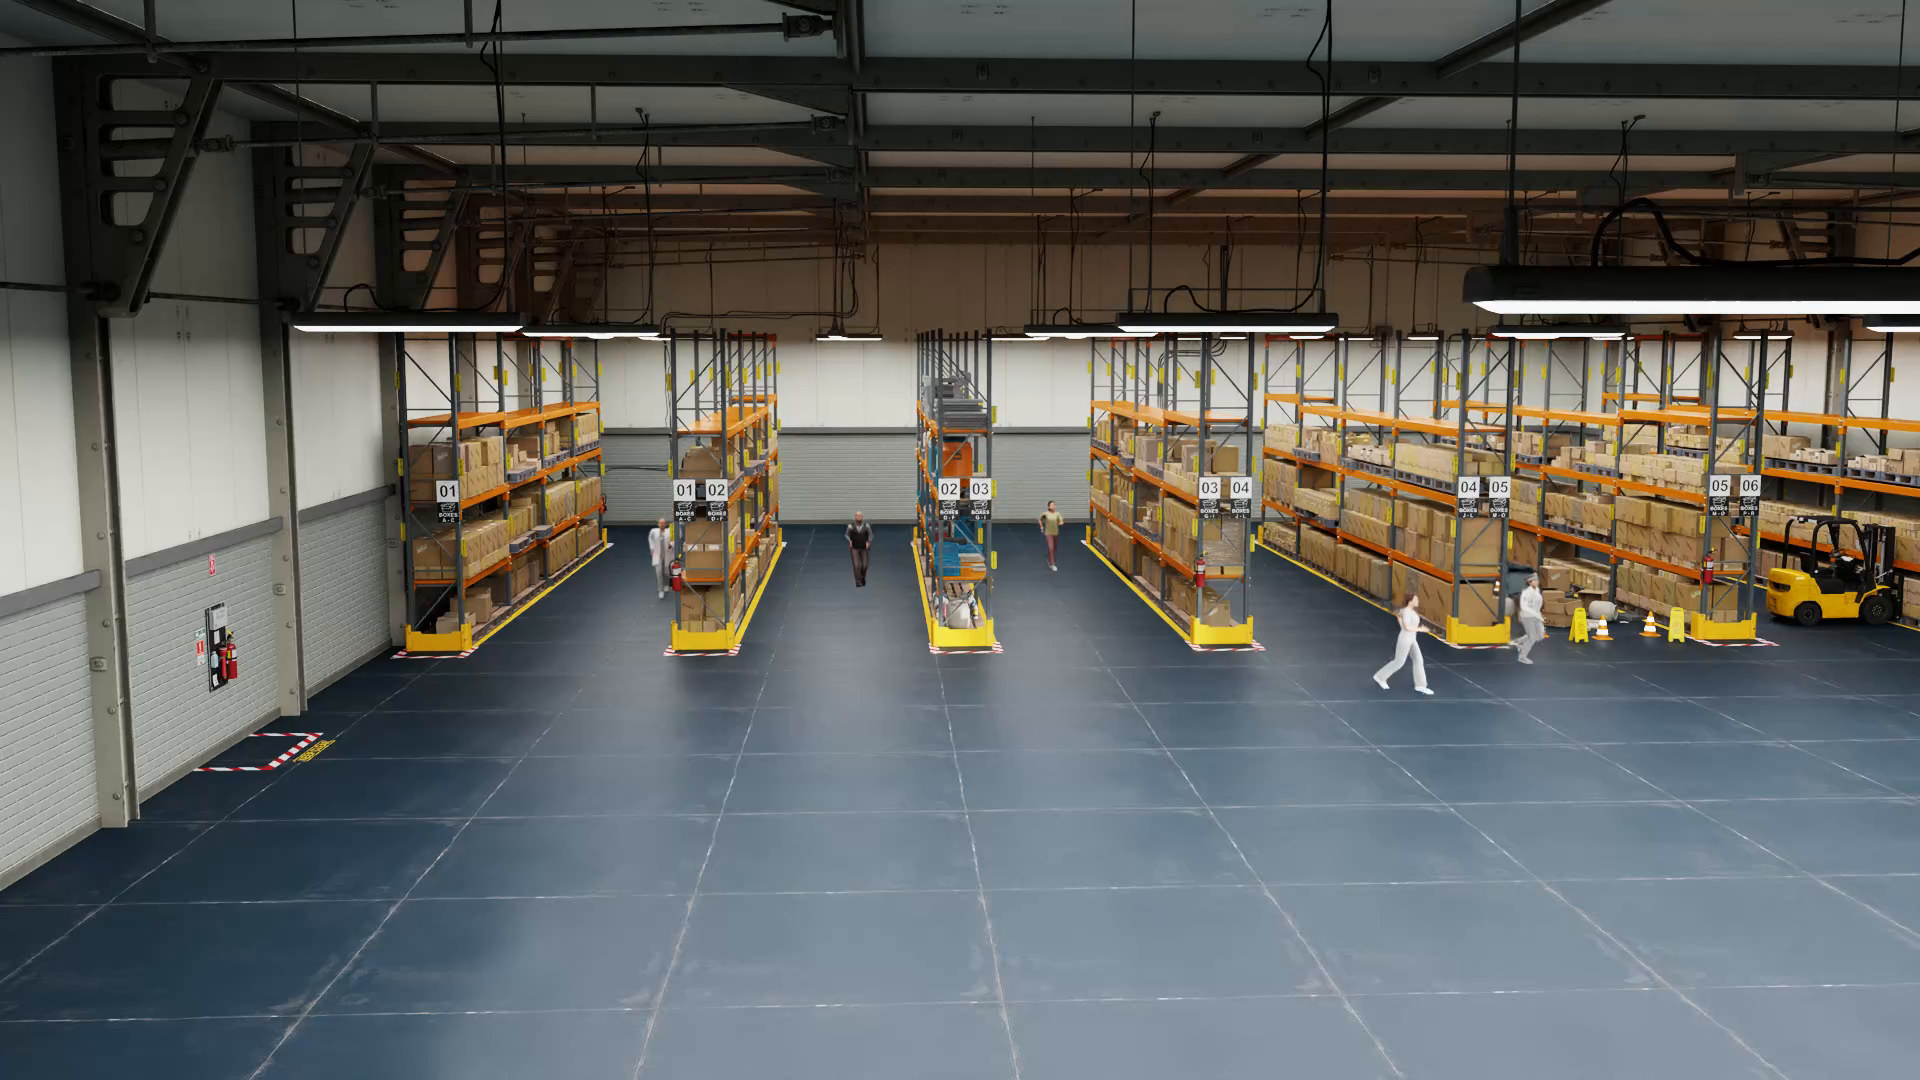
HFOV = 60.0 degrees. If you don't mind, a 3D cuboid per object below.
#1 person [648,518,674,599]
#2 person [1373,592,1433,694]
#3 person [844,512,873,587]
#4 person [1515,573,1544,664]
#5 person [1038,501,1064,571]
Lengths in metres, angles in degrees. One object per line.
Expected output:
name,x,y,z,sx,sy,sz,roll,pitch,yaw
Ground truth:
person,-6.755,0.383,37.863,0.662,1.792,1.049,-1,7,-9
person,7.282,1.678,27.241,0.970,1.670,0.535,3,8,27
person,-2.258,0.216,37.231,0.656,1.694,0.561,-1,7,-7
person,10.277,1.396,29.880,0.635,1.661,0.573,-6,9,-40
person,2.230,-0.109,40.309,0.577,1.690,0.928,-2,7,-14
